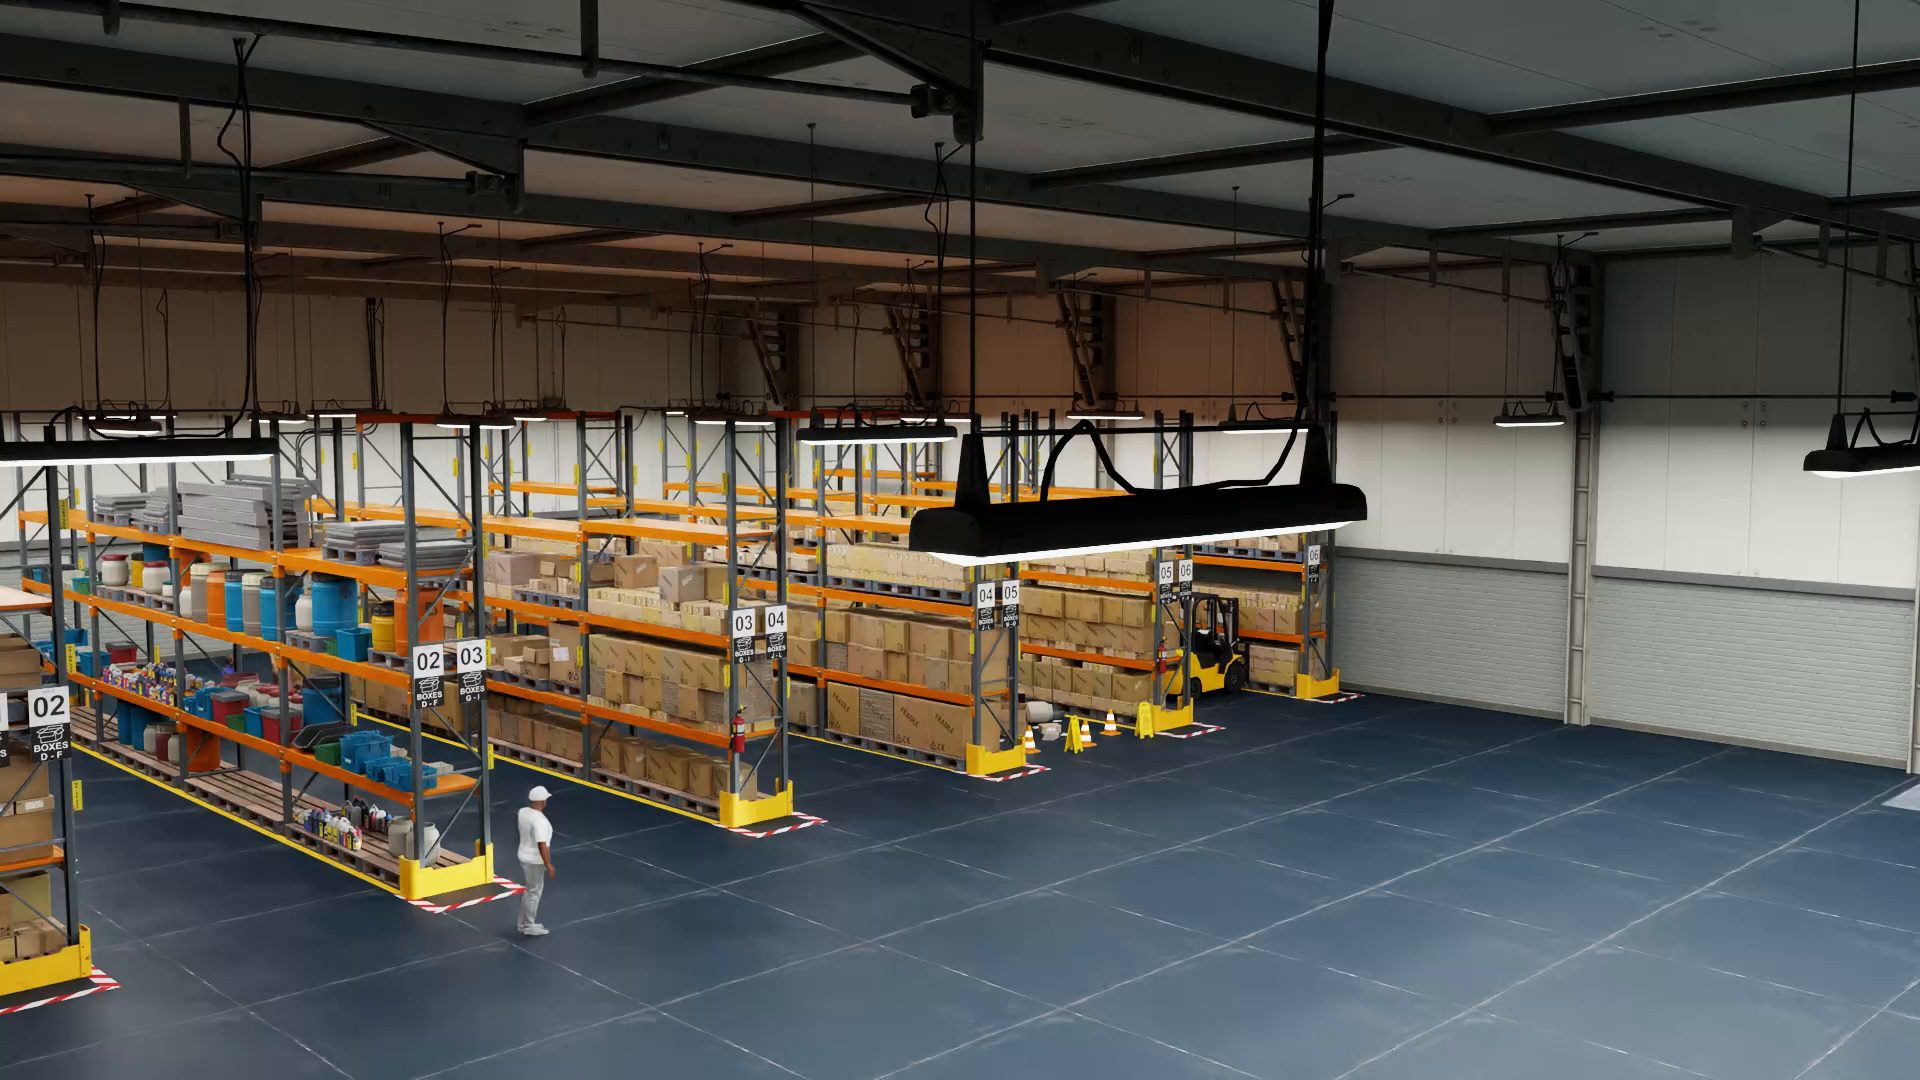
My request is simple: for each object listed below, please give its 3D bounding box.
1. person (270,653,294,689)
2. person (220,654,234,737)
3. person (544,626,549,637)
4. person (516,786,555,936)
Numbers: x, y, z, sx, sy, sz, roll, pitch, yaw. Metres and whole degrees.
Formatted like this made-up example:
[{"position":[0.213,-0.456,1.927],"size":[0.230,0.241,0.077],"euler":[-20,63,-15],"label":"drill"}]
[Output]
[{"position":[-13.580,2.630,33.244],"size":[0.422,1.624,1.004],"euler":[-4,6,-39],"label":"person"},{"position":[-13.317,2.887,30.421],"size":[0.959,1.612,0.397],"euler":[4,7,41],"label":"person"},{"position":[-10.355,1.808,42.244],"size":[0.562,1.734,0.403],"euler":[-2,5,-23],"label":"person"},{"position":[-4.997,3.757,19.526],"size":[0.419,1.760,0.629],"euler":[-2,5,-24],"label":"person"}]
